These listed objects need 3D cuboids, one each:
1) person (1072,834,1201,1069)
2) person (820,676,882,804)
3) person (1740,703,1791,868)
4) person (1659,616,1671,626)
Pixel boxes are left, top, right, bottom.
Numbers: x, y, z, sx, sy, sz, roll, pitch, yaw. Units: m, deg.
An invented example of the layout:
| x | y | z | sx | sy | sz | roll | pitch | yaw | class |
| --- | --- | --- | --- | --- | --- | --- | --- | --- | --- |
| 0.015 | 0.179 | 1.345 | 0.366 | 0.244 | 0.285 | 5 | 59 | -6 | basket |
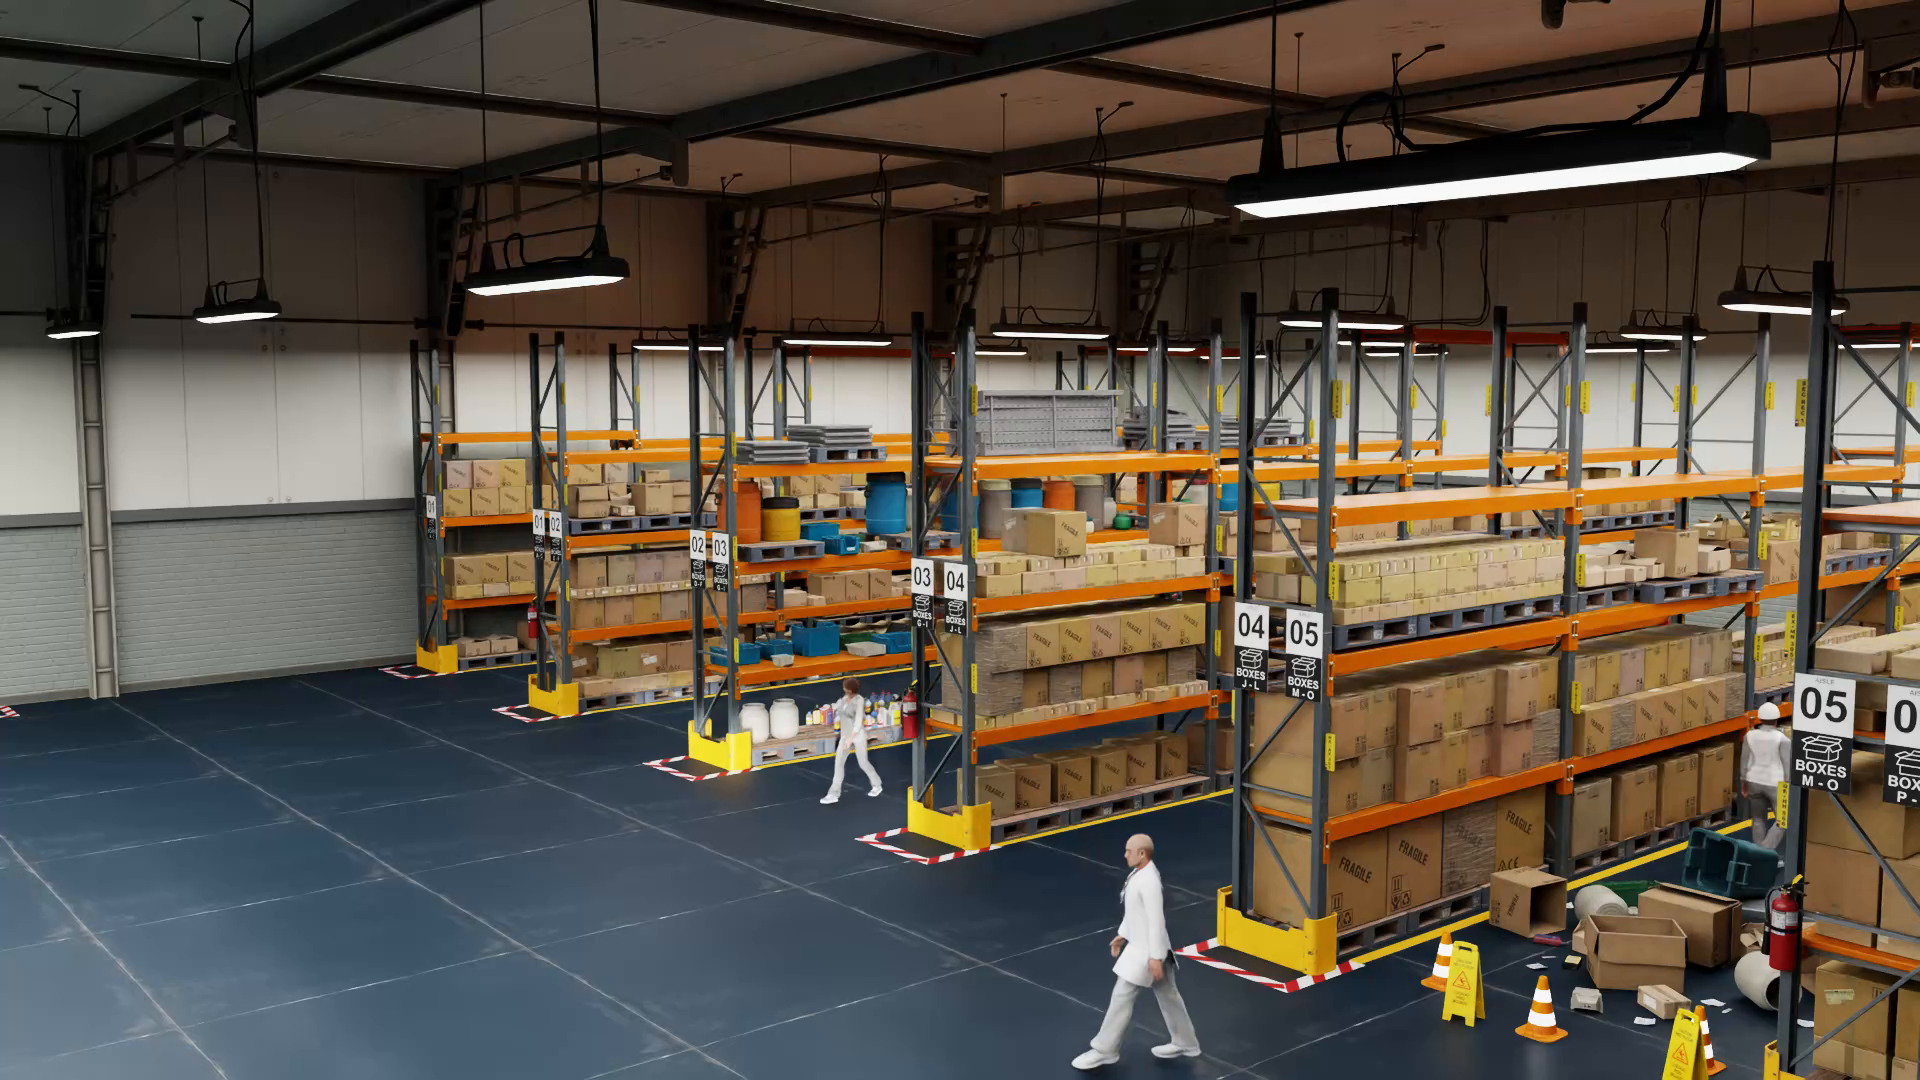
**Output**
| x | y | z | sx | sy | sz | roll | pitch | yaw | class |
| --- | --- | --- | --- | --- | --- | --- | --- | --- | --- |
| 1.360 | 3.101 | 12.667 | 0.967 | 1.742 | 0.610 | 1 | 5 | 8 | person |
| -1.349 | 2.461 | 20.637 | 0.908 | 1.547 | 0.436 | -5 | 7 | -43 | person |
| 8.684 | 2.636 | 17.902 | 0.523 | 1.769 | 0.566 | -5 | 7 | -40 | person |
| 11.033 | 1.927 | 25.886 | 0.462 | 1.768 | 0.594 | -1 | 5 | -6 | person |
